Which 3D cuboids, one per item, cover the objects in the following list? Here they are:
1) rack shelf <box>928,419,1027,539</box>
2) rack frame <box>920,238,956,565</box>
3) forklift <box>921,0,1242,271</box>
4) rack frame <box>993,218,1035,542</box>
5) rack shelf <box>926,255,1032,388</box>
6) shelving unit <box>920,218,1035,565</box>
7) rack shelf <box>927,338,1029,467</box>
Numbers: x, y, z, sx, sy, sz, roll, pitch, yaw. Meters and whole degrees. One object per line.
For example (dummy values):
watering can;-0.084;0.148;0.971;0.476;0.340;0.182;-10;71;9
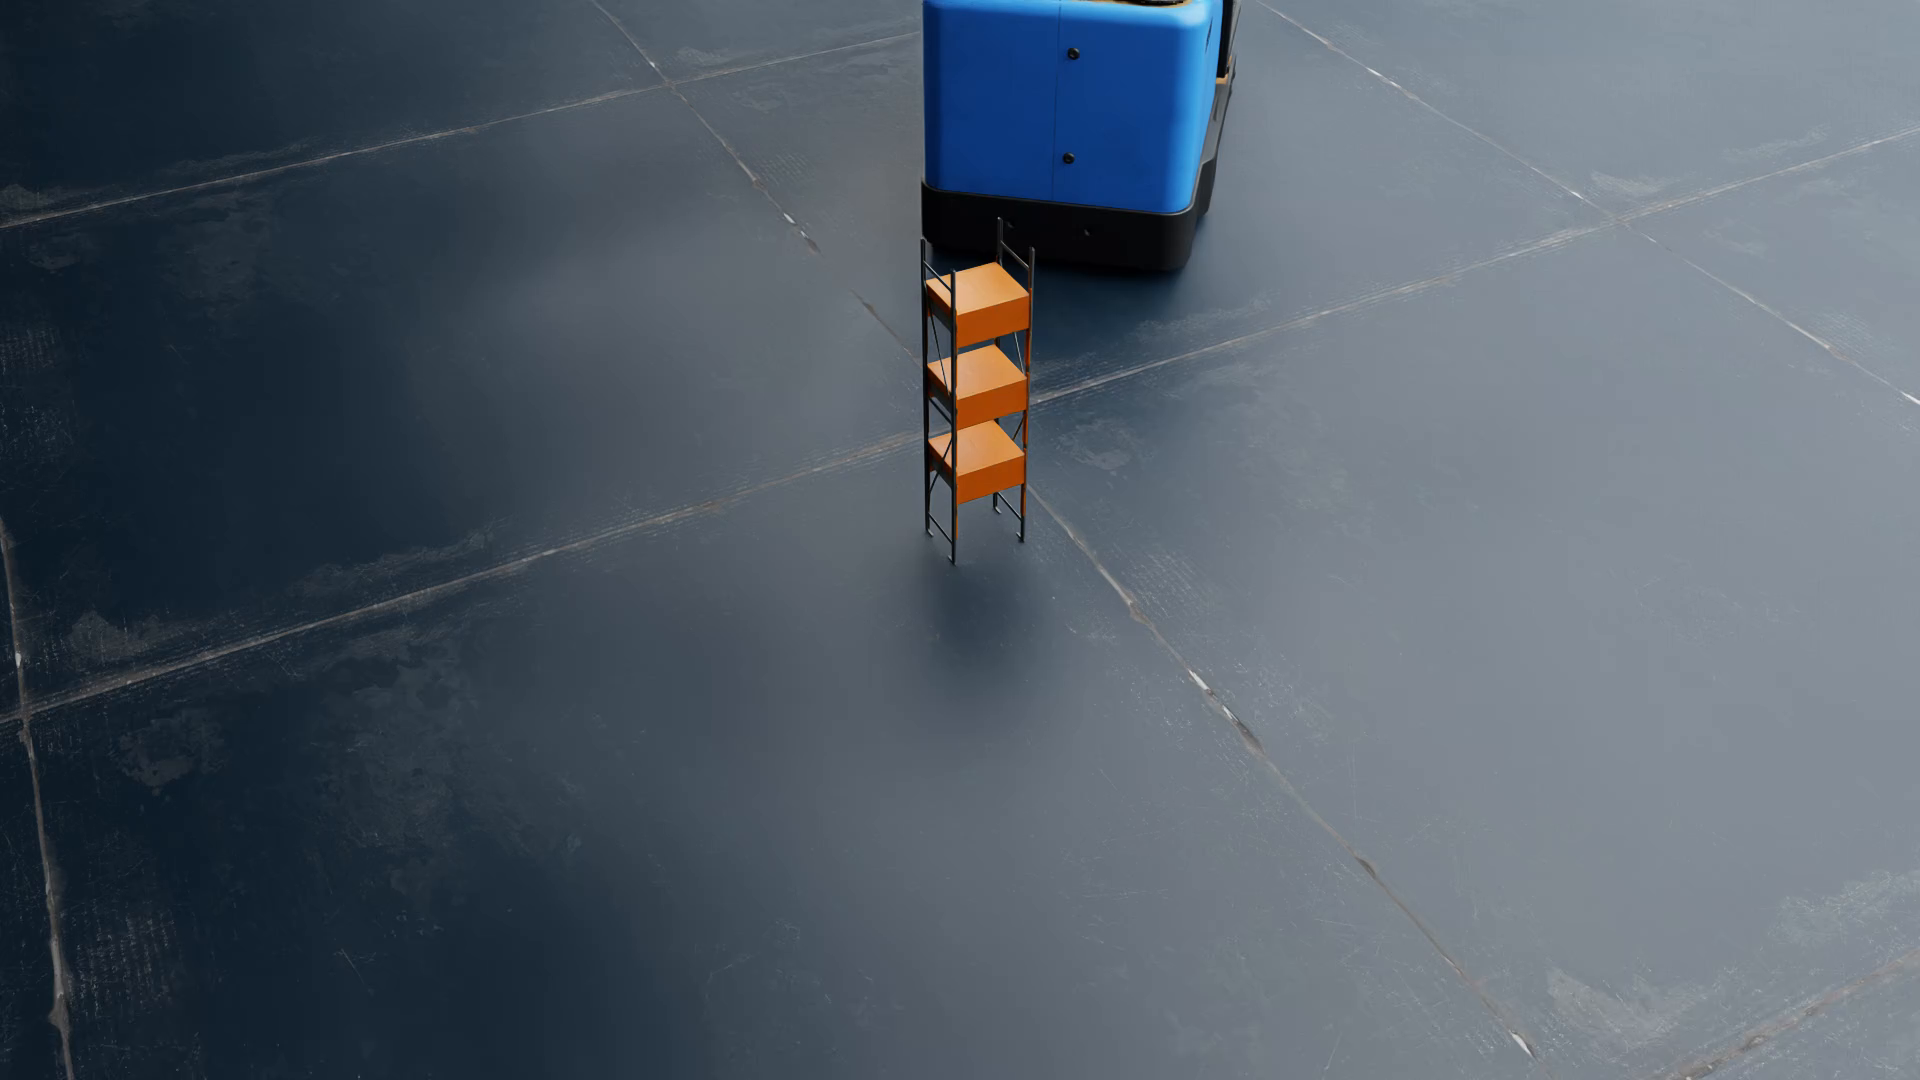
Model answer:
rack shelf;0.047;-0.196;5.116;0.240;0.259;0.215;-19;44;-21
rack frame;-0.061;-0.380;4.887;0.008;1.050;0.200;-19;44;-21
forklift;0.663;-3.106;6.651;1.130;2.935;3.031;8;41;9
rack frame;0.156;-0.453;4.973;0.008;1.050;0.200;-19;44;-21
rack shelf;0.047;-0.625;4.753;0.240;0.259;0.215;-19;44;-21
shelving unit;0.047;-0.417;4.930;0.252;1.050;0.215;-19;44;-21
rack shelf;0.047;-0.409;4.937;0.240;0.259;0.215;-19;44;-21
